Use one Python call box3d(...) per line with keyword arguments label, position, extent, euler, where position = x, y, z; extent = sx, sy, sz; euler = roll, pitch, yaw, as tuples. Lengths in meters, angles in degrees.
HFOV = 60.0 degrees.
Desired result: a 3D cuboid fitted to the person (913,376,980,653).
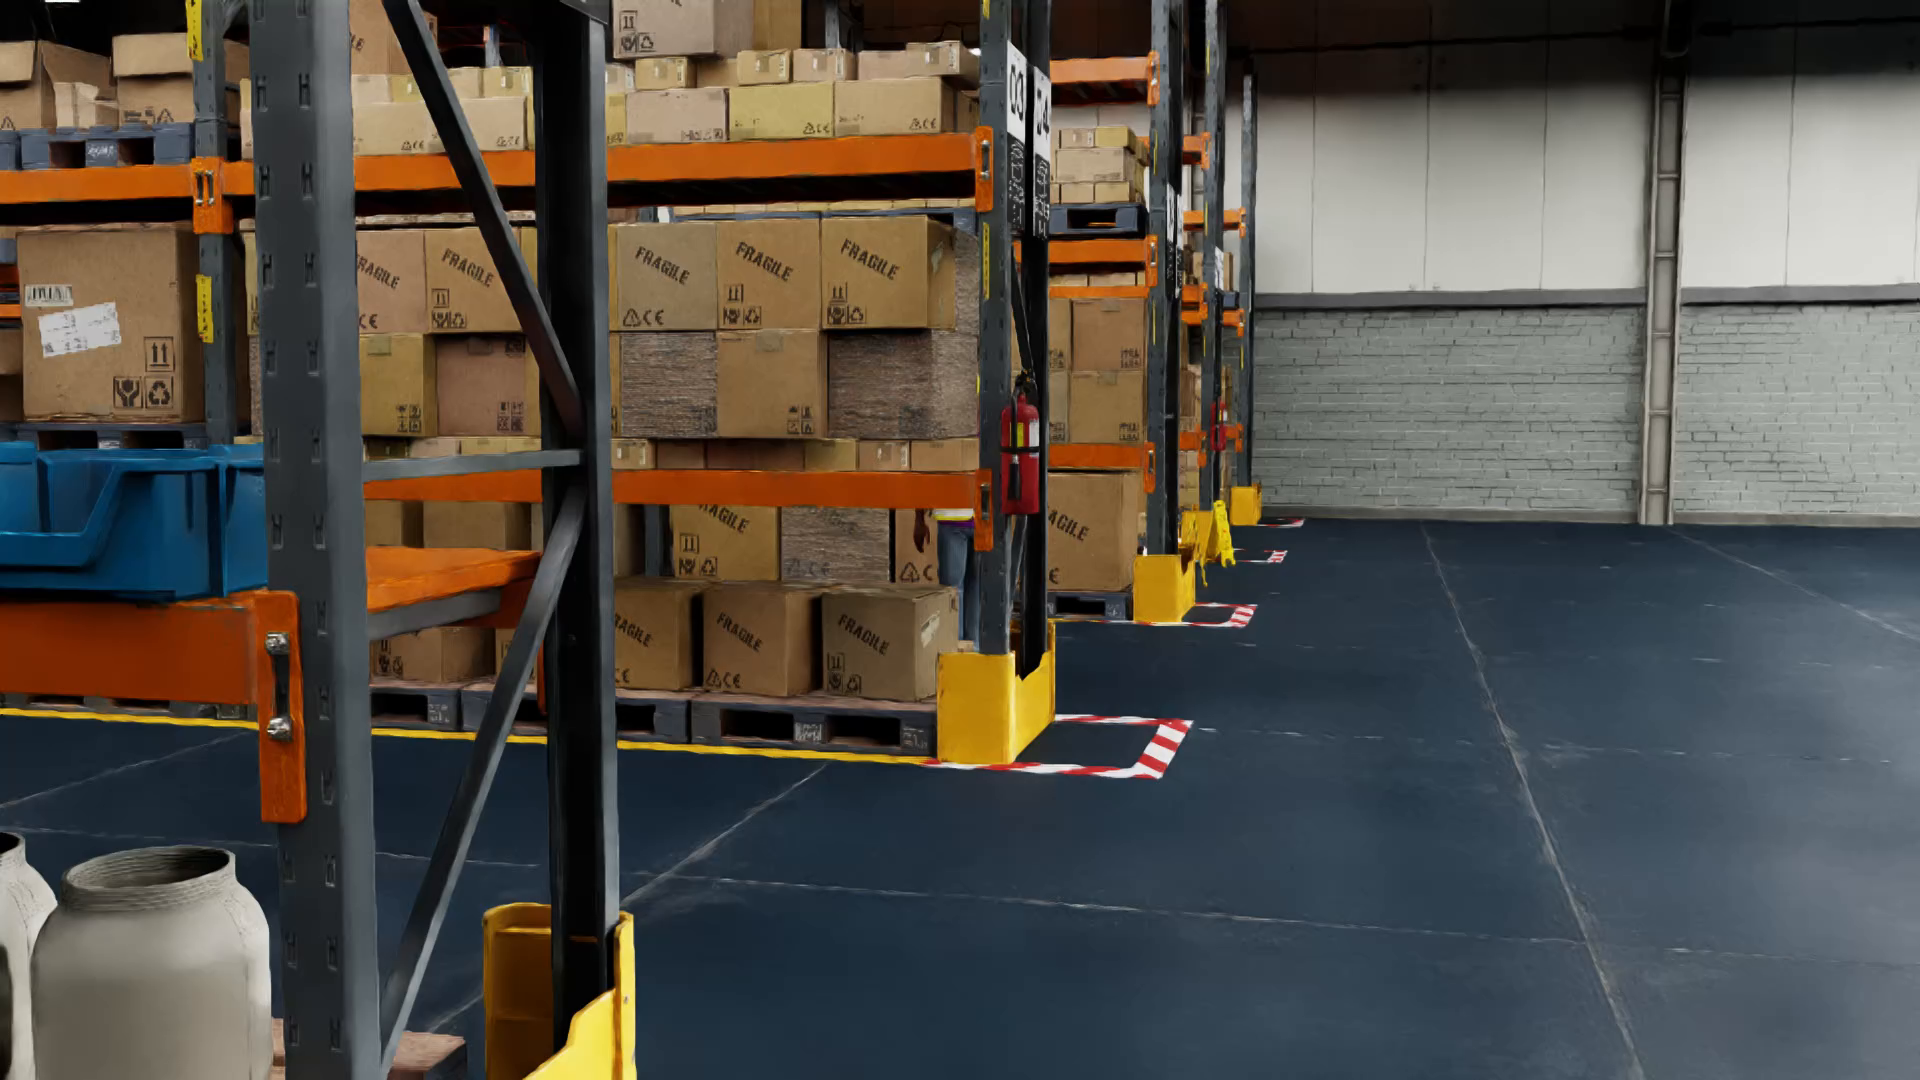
box3d(label="person", position=(0.093, -0.101, 9.868), extent=(0.714, 1.770, 0.341), euler=(-1, 5, -14))
